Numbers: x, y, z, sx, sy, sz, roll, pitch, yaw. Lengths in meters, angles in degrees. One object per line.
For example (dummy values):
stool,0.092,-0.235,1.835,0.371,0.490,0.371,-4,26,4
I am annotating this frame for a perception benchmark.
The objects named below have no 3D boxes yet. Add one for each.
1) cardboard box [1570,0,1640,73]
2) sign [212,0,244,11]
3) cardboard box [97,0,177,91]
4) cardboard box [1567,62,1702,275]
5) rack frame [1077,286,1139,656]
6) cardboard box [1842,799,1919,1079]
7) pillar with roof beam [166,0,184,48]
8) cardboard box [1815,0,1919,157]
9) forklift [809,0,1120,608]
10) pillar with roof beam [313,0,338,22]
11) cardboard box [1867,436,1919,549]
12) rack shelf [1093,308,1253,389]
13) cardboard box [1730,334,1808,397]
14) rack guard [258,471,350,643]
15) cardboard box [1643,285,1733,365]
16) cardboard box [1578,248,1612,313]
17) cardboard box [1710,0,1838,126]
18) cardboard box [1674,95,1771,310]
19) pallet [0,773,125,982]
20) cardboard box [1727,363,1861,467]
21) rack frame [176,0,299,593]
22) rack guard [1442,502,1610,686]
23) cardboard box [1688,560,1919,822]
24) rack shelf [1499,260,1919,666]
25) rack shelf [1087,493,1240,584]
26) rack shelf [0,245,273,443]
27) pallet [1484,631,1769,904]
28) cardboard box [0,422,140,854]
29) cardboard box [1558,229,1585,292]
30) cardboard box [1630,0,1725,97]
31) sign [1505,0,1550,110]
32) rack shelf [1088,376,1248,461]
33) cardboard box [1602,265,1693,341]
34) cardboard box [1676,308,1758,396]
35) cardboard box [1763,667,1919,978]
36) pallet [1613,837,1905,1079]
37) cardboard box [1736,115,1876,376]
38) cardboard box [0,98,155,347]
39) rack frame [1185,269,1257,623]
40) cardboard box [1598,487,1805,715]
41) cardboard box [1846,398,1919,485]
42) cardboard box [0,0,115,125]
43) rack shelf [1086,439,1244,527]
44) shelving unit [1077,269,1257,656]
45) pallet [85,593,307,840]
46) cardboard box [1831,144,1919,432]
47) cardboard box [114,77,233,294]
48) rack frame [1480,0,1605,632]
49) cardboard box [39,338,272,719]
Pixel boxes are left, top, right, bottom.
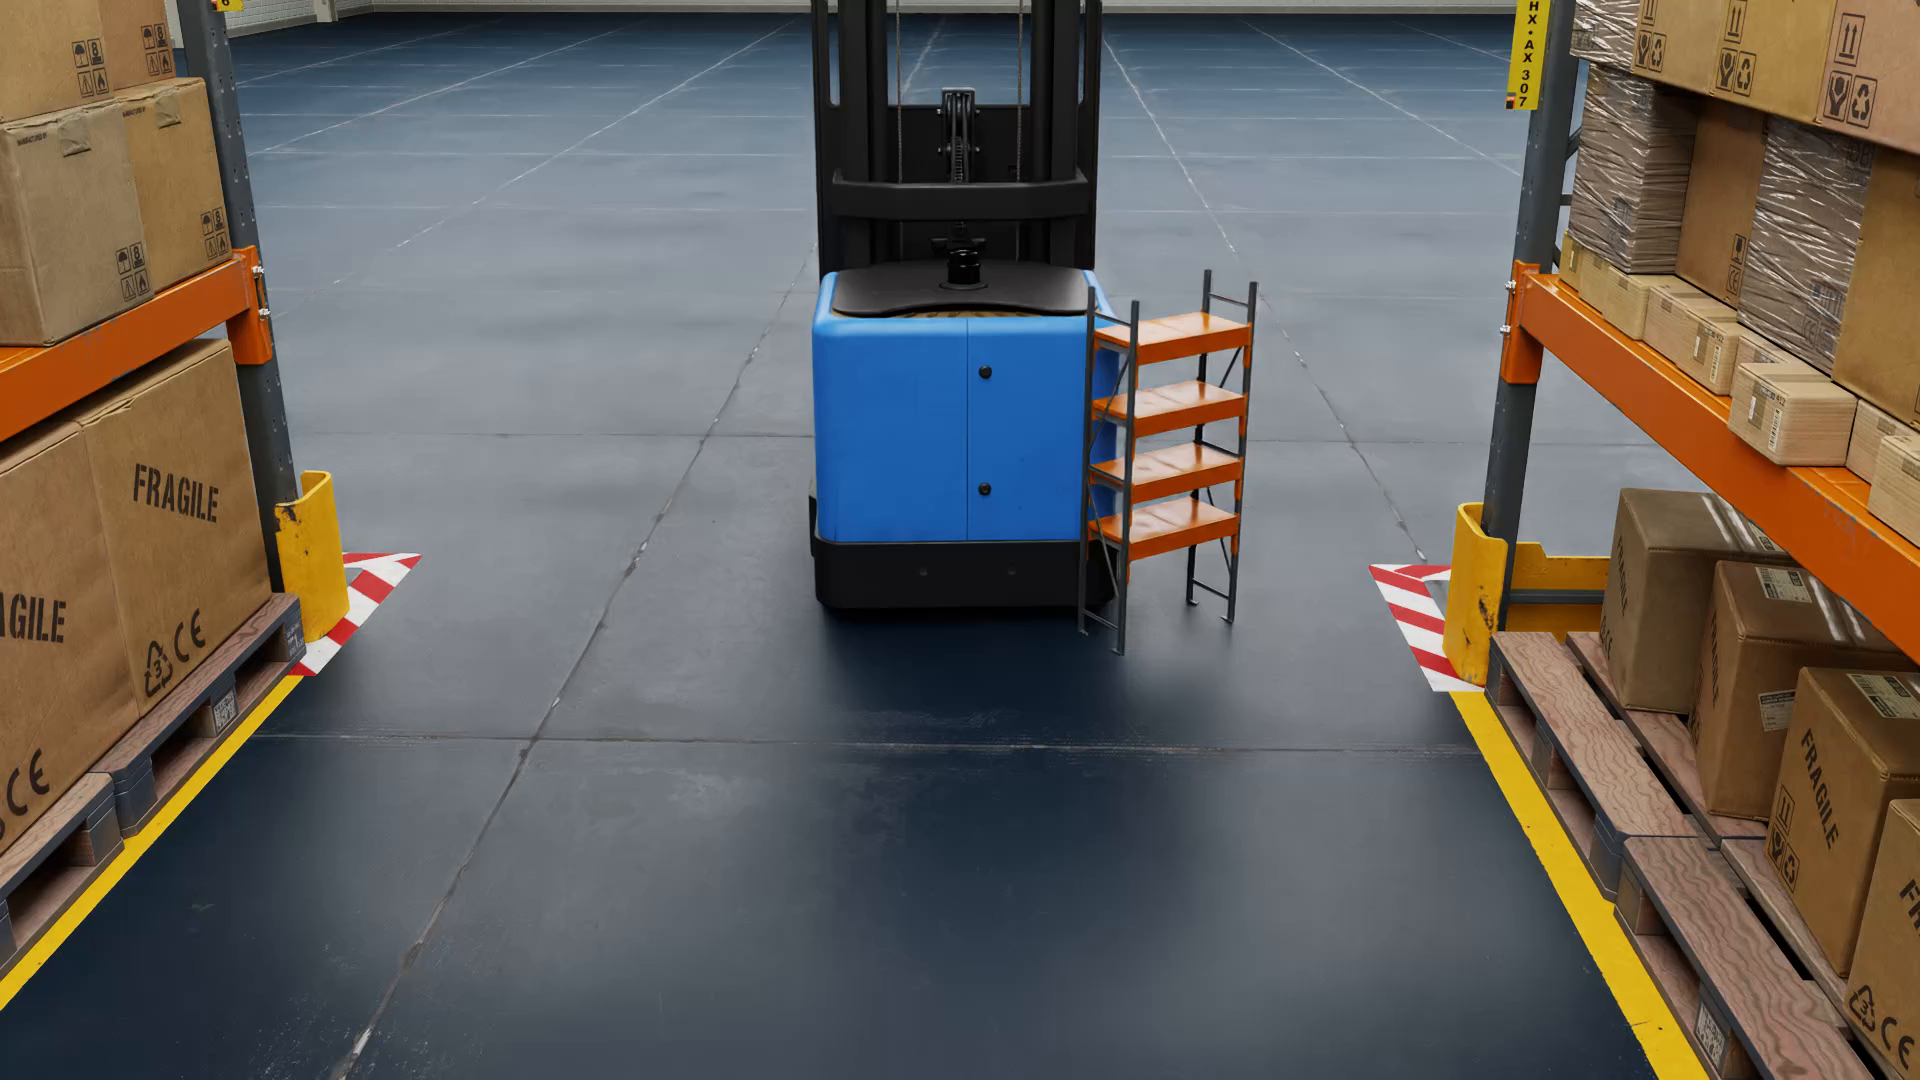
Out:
cardboard box,1.916,-1.471,4.241,0.500,0.500,0.500,1,21,2
sign,-2.208,-1.746,4.953,0.100,0.325,0.005,1,21,2
cardboard box,-2.800,-1.546,4.667,0.875,0.550,0.550,1,21,2
cardboard box,2.161,-1.002,4.415,0.875,0.500,0.500,1,21,2
rack frame,0.477,-0.210,5.409,0.015,1.200,0.240,-13,25,-31
cardboard box,2.085,0.824,3.134,0.500,0.500,0.500,-1,21,-3
pillar with roof beam,-8.551,-12.363,25.951,9.100,9.000,0.400,1,21,2
cardboard box,1.870,-0.928,2.844,0.500,0.500,0.500,1,21,2
forklift,-0.021,-1.616,6.641,1.130,2.935,3.031,-1,21,-2
pillar with roof beam,-8.369,-14.532,31.542,9.100,9.000,0.400,1,21,2
cardboard box,1.856,-0.075,2.923,0.380,0.149,0.250,1,21,2
rack shelf,0.681,-0.625,5.392,0.480,0.148,0.258,-13,25,-31
cardboard box,1.926,-0.346,3.621,0.380,0.149,0.250,1,21,2
rack guard,-2.749,0.050,5.708,1.175,0.500,0.348,1,21,2
cardboard box,1.922,-0.527,4.087,0.380,0.149,0.250,1,21,2
cardboard box,1.931,-0.708,4.553,0.380,0.149,0.250,1,21,2
cardboard box,1.880,-1.109,3.310,0.500,0.500,0.500,1,21,2
cardboard box,2.265,-0.820,3.946,0.875,0.500,0.500,1,21,2
pallet,-2.736,0.924,3.857,1.003,0.211,1.213,1,21,2
cardboard box,1.815,-0.256,3.390,0.380,0.149,0.250,1,21,2
rack frame,-2.750,-1.106,5.234,1.000,3.000,0.127,1,21,2
rack guard,2.202,0.178,5.380,1.175,0.500,0.348,1,21,2
cardboard box,2.185,0.396,4.236,0.500,0.500,0.500,6,22,16
rack shelf,2.144,0.043,3.265,1.077,0.370,4.000,1,21,2
rack shelf,0.679,-0.011,5.631,0.480,0.148,0.258,-13,25,-31
rack shelf,-2.811,-0.048,3.500,1.077,0.370,4.000,1,21,2
pallet,2.142,0.606,4.676,1.003,0.211,1.213,1,21,2
cardboard box,-2.729,0.252,4.088,0.875,0.875,0.875,0,21,1
cardboard box,1.958,-0.798,4.786,0.380,0.149,0.250,1,21,2
cardboard box,1.893,-1.290,3.776,0.500,0.500,0.500,1,21,2
sign,1.662,-1.425,4.858,0.100,0.325,0.005,1,21,2
rack shelf,0.680,-0.404,5.478,0.480,0.148,0.258,-13,25,-31
cardboard box,1.908,-0.617,4.321,0.380,0.149,0.250,1,21,2
cardboard box,1.907,-0.436,3.854,0.380,0.149,0.250,1,21,2
cardboard box,2.147,0.623,3.653,0.500,0.500,0.500,3,21,7
pallet,2.102,1.046,3.543,1.003,0.211,1.213,1,21,2
cardboard box,2.207,-0.640,3.481,0.875,0.500,0.500,1,21,2
cardboard box,-2.711,-0.843,4.346,0.875,0.550,0.550,1,21,2
rack frame,0.883,-0.307,5.660,0.015,1.200,0.240,-13,25,-31
cardboard box,2.169,0.180,4.794,0.500,0.500,0.500,5,22,12
cardboard box,1.940,-0.165,3.154,0.380,0.149,0.250,1,21,2
cardboard box,-2.724,-1.346,4.151,0.875,0.550,0.550,1,21,2
rack shelf,0.680,-0.196,5.559,0.480,0.148,0.258,-13,25,-31
shelving unit,0.680,-0.259,5.535,0.503,1.200,0.258,-13,25,-31
pallet,-2.696,0.484,4.991,1.003,0.211,1.213,1,21,2
cardboard box,2.180,-0.459,3.016,0.875,0.500,0.500,1,21,2
cardboard box,-2.716,-1.042,4.860,0.875,0.550,0.550,1,21,2
rack frame,2.205,-1.015,4.999,1.000,3.000,0.127,1,21,2
cardboard box,-2.704,-0.066,4.908,0.875,0.875,0.875,1,21,2
